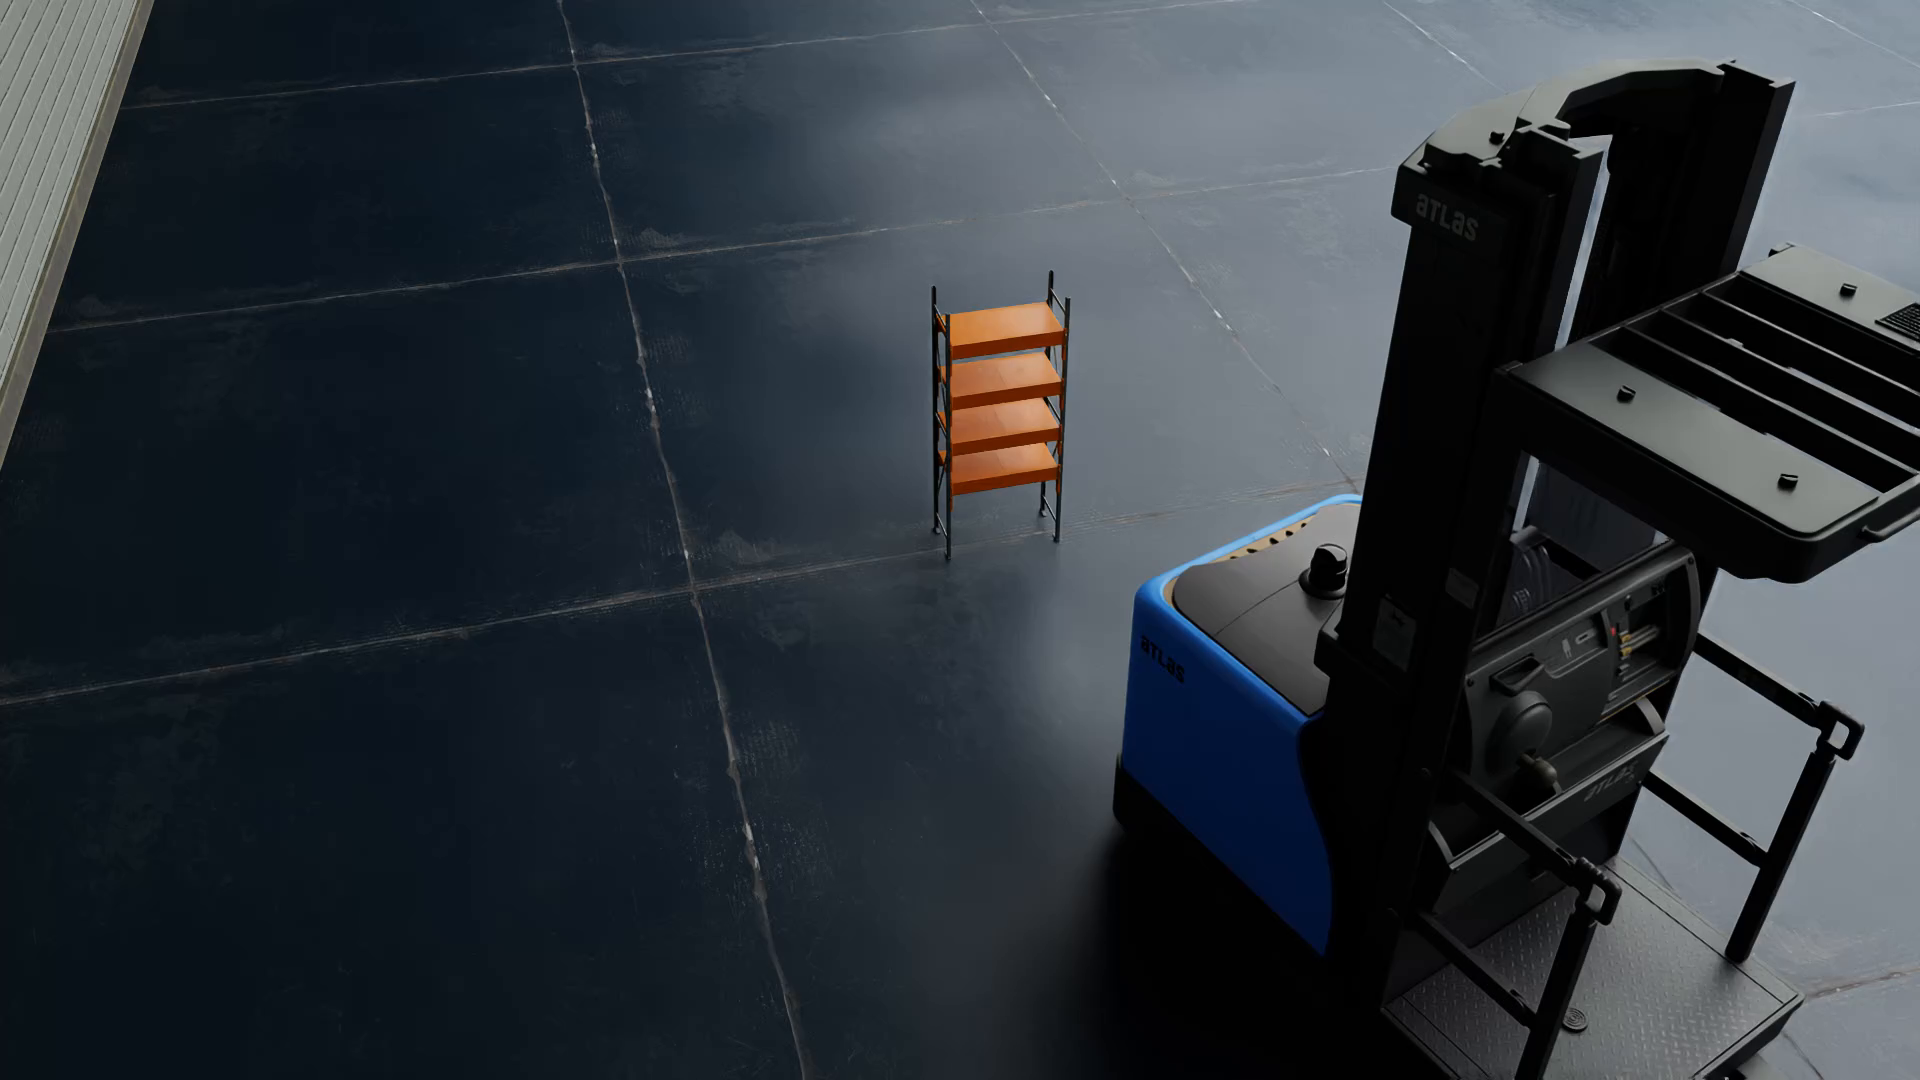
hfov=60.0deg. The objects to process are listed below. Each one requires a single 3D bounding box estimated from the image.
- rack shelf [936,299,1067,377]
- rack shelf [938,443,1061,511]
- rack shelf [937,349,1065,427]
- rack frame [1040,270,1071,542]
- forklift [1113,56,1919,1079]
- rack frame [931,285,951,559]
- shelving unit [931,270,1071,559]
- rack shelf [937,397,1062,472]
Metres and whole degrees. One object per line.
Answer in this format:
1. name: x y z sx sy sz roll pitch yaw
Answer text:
1. rack shelf: 0.160 -0.815 6.681 0.480 0.148 0.258 -9 38 -12
2. rack shelf: 0.160 -0.292 7.081 0.480 0.148 0.258 -9 38 -12
3. rack shelf: 0.160 -0.627 6.825 0.480 0.148 0.258 -9 38 -12
4. rack frame: 0.395 -0.541 6.970 0.015 1.200 0.240 -9 38 -12
5. forklift: 1.786 0.410 4.301 1.130 2.935 3.031 -23 43 -27
6. rack frame: -0.076 -0.464 6.869 0.015 1.200 0.240 -9 38 -12
7. shelving unit: 0.160 -0.503 6.920 0.503 1.200 0.258 -9 38 -12
8. rack shelf: 0.160 -0.449 6.961 0.480 0.148 0.258 -9 38 -12
